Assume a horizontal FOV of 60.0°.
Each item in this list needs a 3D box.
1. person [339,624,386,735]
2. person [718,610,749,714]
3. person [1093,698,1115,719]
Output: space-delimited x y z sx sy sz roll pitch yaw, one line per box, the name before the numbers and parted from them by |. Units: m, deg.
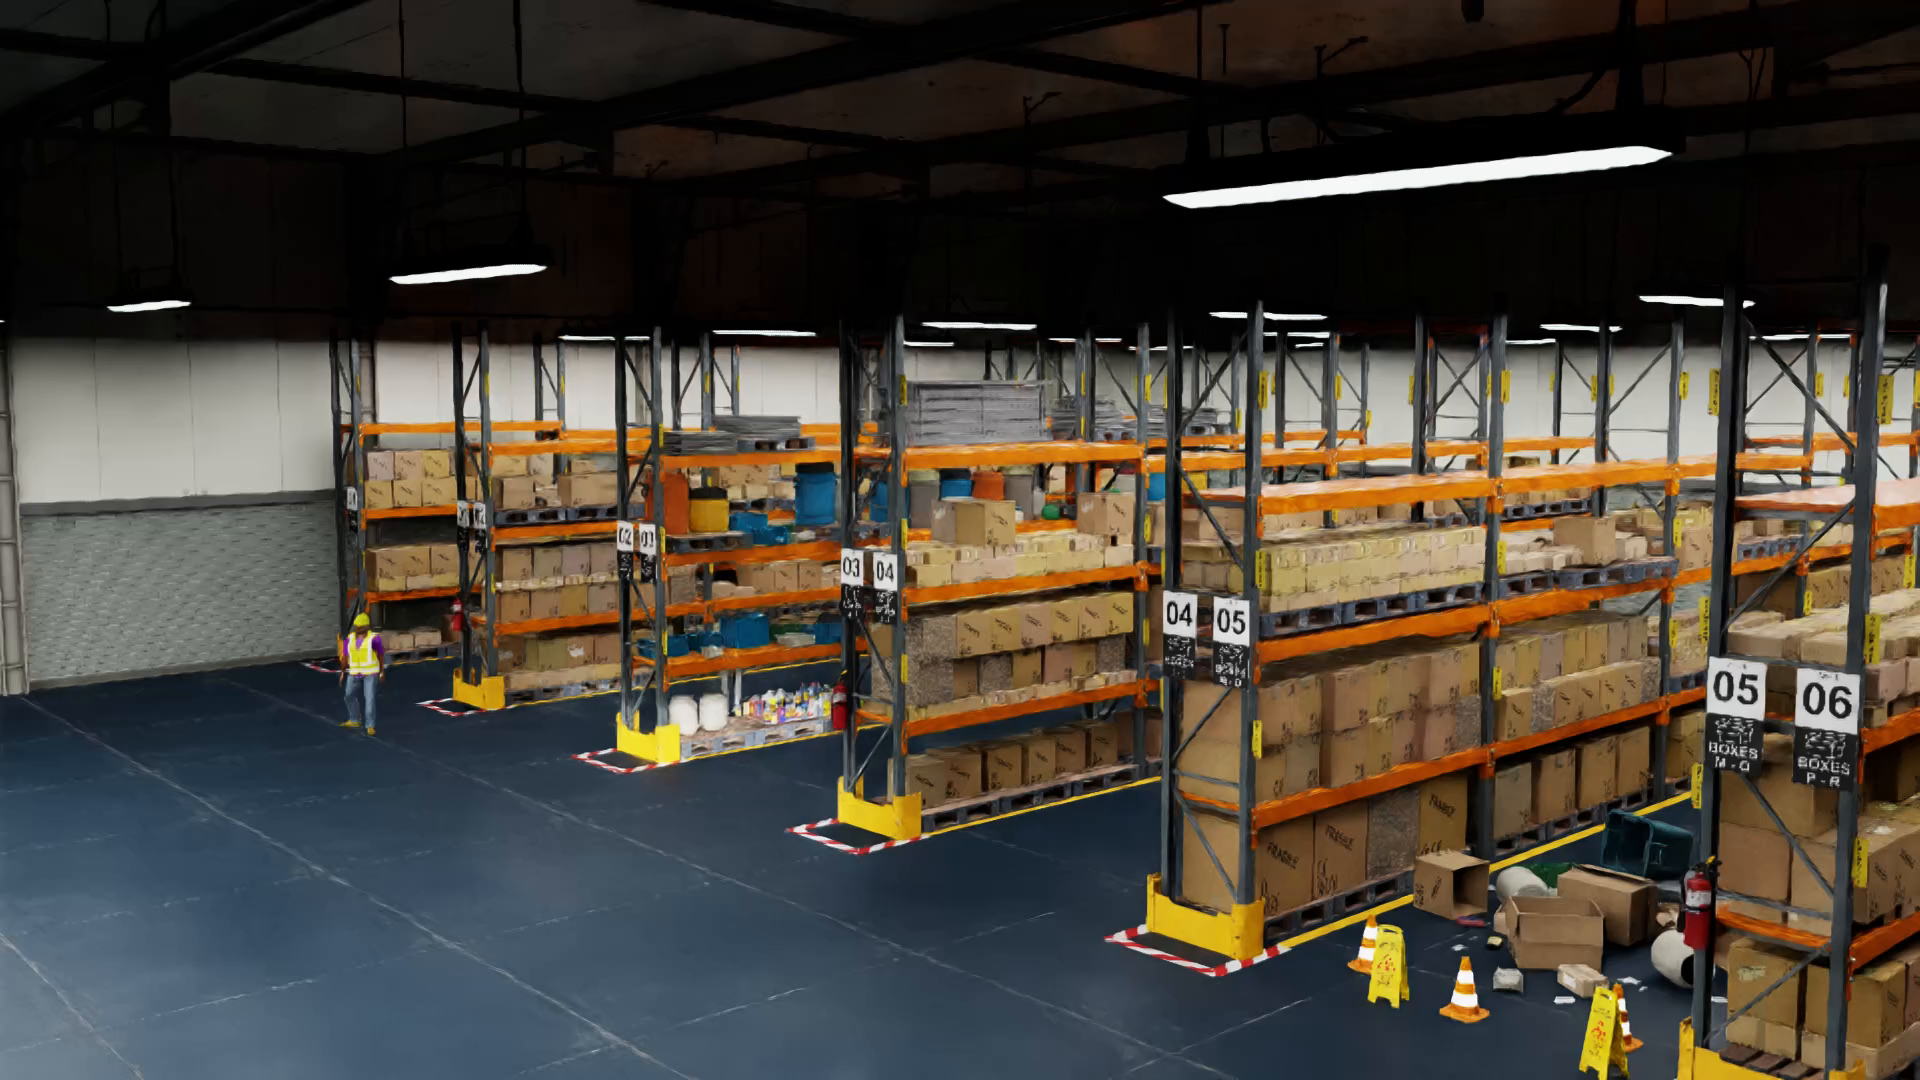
person | -8.701 1.911 24.050 0.747 1.670 0.502 1 6 5
person | -3.479 1.856 25.390 0.501 1.597 0.498 -1 6 -11
person | 2.076 1.890 25.077 0.819 1.600 0.589 -4 7 -36
